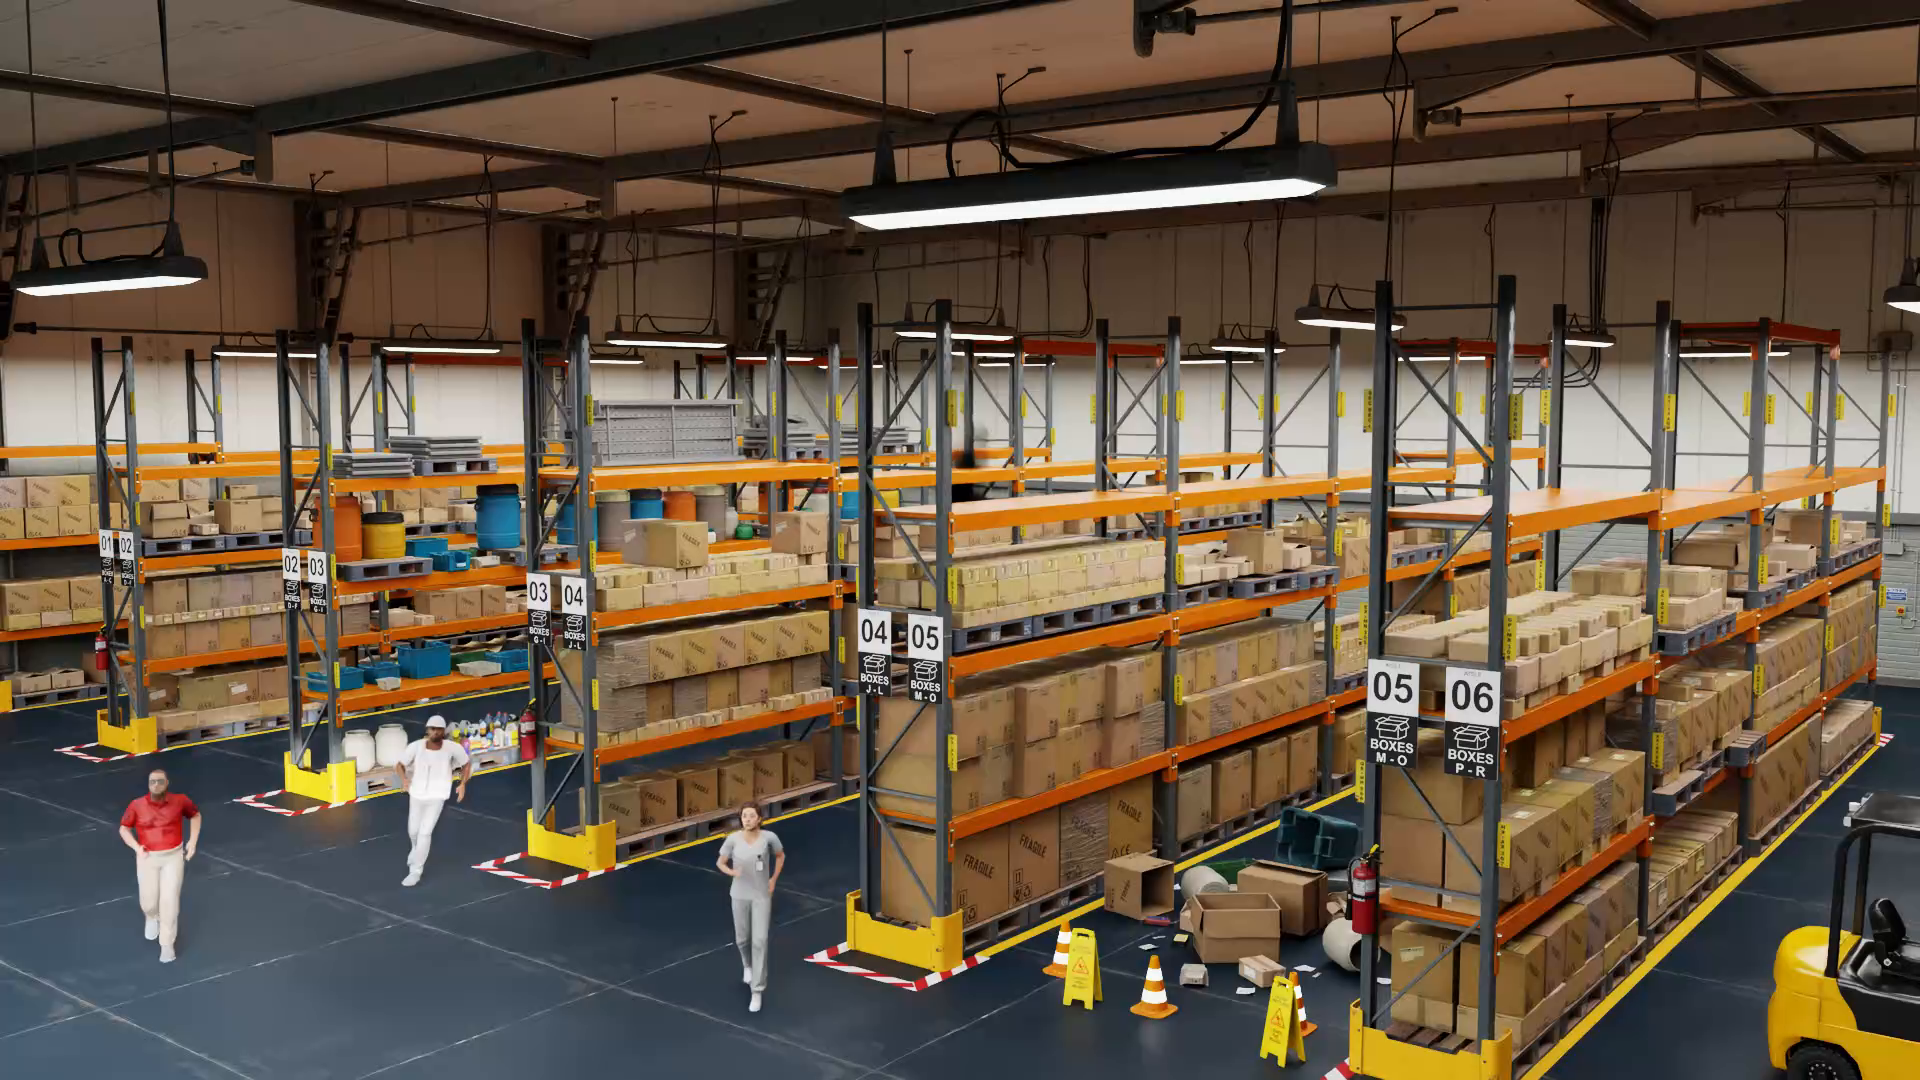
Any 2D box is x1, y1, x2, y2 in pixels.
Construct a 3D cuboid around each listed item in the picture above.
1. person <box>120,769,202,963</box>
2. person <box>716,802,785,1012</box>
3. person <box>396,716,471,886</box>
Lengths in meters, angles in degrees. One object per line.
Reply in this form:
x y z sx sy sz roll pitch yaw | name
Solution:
-7.419 2.976 15.465 0.689 1.731 0.794 -2 5 -23 | person
-1.803 3.091 14.263 0.570 1.674 0.842 0 5 3 | person
-5.664 2.738 17.797 0.763 1.727 0.965 0 5 -3 | person
